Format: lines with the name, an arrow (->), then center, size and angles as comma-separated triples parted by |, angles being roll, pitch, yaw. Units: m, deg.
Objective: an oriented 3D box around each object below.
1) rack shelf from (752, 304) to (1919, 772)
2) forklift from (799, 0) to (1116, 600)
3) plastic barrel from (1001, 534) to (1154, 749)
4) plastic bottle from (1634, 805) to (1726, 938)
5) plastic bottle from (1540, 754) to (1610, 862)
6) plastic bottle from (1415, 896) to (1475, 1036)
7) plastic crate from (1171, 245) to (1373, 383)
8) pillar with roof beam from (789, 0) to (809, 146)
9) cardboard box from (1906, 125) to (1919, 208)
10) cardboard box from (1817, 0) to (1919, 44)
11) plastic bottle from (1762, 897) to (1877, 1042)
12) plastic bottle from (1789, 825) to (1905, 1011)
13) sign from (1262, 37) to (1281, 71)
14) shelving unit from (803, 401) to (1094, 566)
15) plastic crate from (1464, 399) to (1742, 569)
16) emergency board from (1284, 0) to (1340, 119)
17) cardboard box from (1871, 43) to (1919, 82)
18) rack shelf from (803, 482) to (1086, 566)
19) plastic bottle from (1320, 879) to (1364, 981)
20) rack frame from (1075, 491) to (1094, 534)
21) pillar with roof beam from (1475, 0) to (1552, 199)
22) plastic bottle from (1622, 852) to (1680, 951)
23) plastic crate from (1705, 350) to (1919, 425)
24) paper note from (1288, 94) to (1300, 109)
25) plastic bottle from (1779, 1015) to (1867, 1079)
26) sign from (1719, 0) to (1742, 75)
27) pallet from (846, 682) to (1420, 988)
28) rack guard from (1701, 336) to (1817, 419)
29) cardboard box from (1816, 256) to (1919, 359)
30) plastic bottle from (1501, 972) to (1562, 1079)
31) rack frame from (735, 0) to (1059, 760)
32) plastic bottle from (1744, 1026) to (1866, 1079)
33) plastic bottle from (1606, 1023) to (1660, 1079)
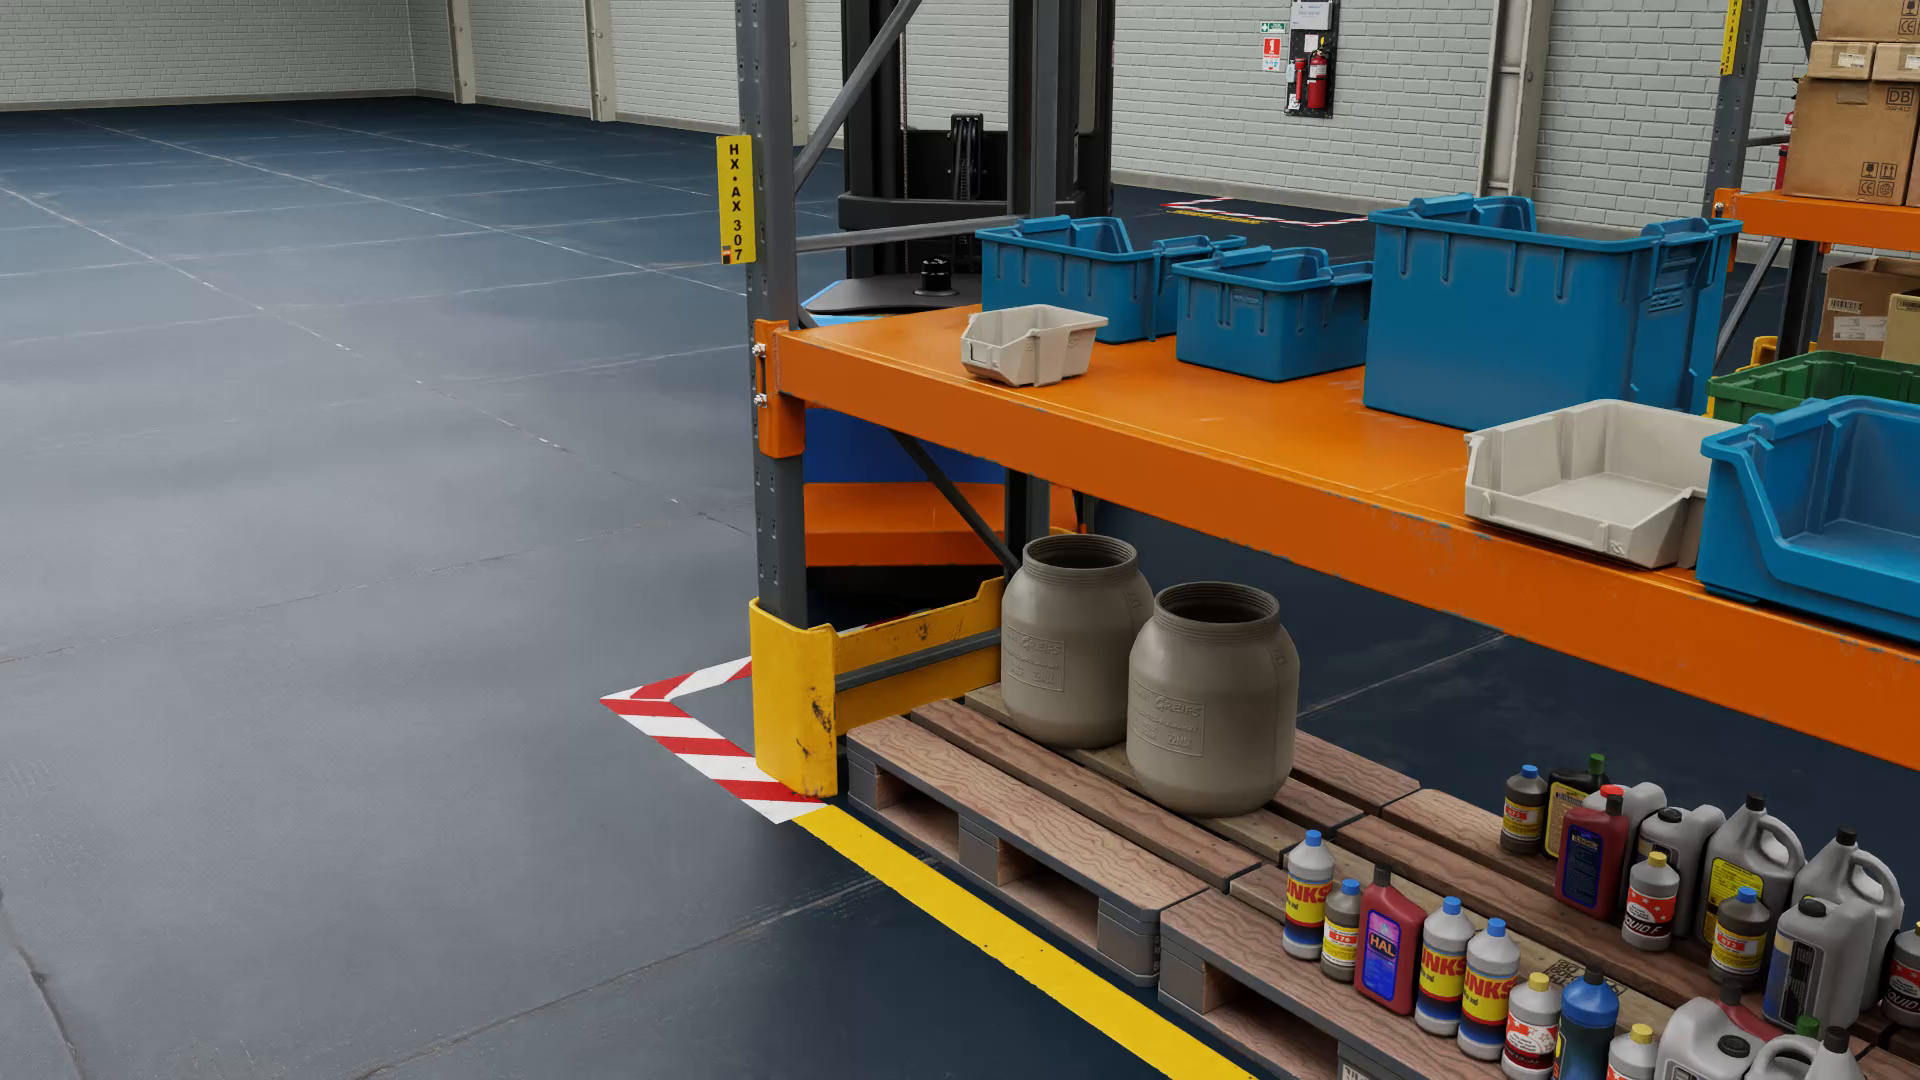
rack shelf -> 1.096, -0.021, 3.299 | 1.077, 0.370, 4.000 | -14, 23, -36
forklift -> 0.113, -1.586, 6.990 | 1.130, 2.935, 3.031 | 3, 19, 10
plastic barrel -> 0.323, 0.273, 4.555 | 0.421, 0.512, 0.421 | 0, 18, 0
plastic bottle -> 1.560, 0.697, 3.618 | 0.152, 0.276, 0.135 | -15, 23, -38
plastic bottle -> 1.425, 0.617, 3.848 | 0.061, 0.283, 0.133 | -13, 23, -35
plastic bottle -> 0.949, 0.823, 3.246 | 0.097, 0.271, 0.097 | 0, 18, 0
plastic crate -> 0.799, -0.559, 4.015 | 0.499, 0.251, 0.408 | -14, 23, -36
pillar with roof beam -> -5.817, -9.229, 20.417 | 9.100, 9.000, 0.400 | -14, 23, -36
cardboard box -> 4.350, -1.623, 6.832 | 0.700, 0.500, 0.500 | -13, 22, -35
cardboard box -> 4.053, -2.354, 6.977 | 0.700, 0.500, 0.500 | -14, 23, -36
plastic bottle -> 1.681, 0.818, 3.253 | 0.152, 0.276, 0.135 | -14, 23, -36
plastic bottle -> 1.781, 0.748, 3.347 | 0.144, 0.351, 0.185 | -14, 23, -37
sign -> 3.241, -5.054, 17.296 | 0.001, 0.329, 0.234 | -14, 23, -36
shelving unit -> -0.091, -0.234, 5.593 | 1.048, 1.125, 0.538 | -1, 21, 1
plastic crate -> 1.131, -0.095, 2.798 | 0.530, 0.136, 0.437 | -14, 23, -36
emergency board -> 3.504, -4.880, 16.829 | 0.194, 1.169, 0.643 | -14, 23, -36
cardboard box -> 3.981, -1.973, 6.860 | 0.380, 0.149, 0.250 | -15, 23, -37
rack shelf -> -0.087, -0.006, 5.680 | 1.000, 0.278, 0.538 | -1, 21, 1
plastic bottle -> 0.800, 0.797, 3.435 | 0.097, 0.201, 0.097 | 0, 18, 0
rack frame -> 0.418, -0.240, 5.587 | 0.032, 1.125, 0.500 | -1, 21, 1
pillar with roof beam -> 1.633, -6.272, 11.487 | 9.100, 9.000, 0.400 | -14, 23, -36
plastic bottle -> 1.474, 0.762, 3.542 | 0.097, 0.201, 0.097 | 0, 18, 0
plastic crate -> 1.717, -0.159, 2.907 | 0.450, 0.188, 0.662 | -14, 23, -36
paper note -> 3.448, -4.519, 17.140 | 0.016, 0.148, 0.142 | -14, 23, -36
plastic bottle -> 1.457, 0.955, 2.827 | 0.061, 0.283, 0.133 | -14, 23, -36
sign -> 3.301, -2.163, 7.120 | 0.100, 0.325, 0.005 | -14, 23, -36
pallet -> 0.439, 0.679, 4.476 | 1.003, 0.211, 1.213 | -14, 23, -36
rack guard -> 3.725, -0.641, 8.002 | 1.175, 0.500, 0.348 | -14, 23, -36
cardboard box -> 4.306, -0.997, 7.616 | 0.500, 0.500, 0.500 | -14, 23, -36
plastic bottle -> 1.073, 0.905, 3.109 | 0.097, 0.201, 0.097 | 0, 18, 0
rack frame -> -0.145, -0.856, 4.674 | 1.000, 3.000, 0.127 | -14, 23, -36
plastic bottle -> 1.393, 0.949, 2.737 | 0.144, 0.351, 0.185 | -14, 23, -36
plastic bottle -> 1.200, 0.956, 2.956 | 0.097, 0.201, 0.097 | 0, 18, 0
